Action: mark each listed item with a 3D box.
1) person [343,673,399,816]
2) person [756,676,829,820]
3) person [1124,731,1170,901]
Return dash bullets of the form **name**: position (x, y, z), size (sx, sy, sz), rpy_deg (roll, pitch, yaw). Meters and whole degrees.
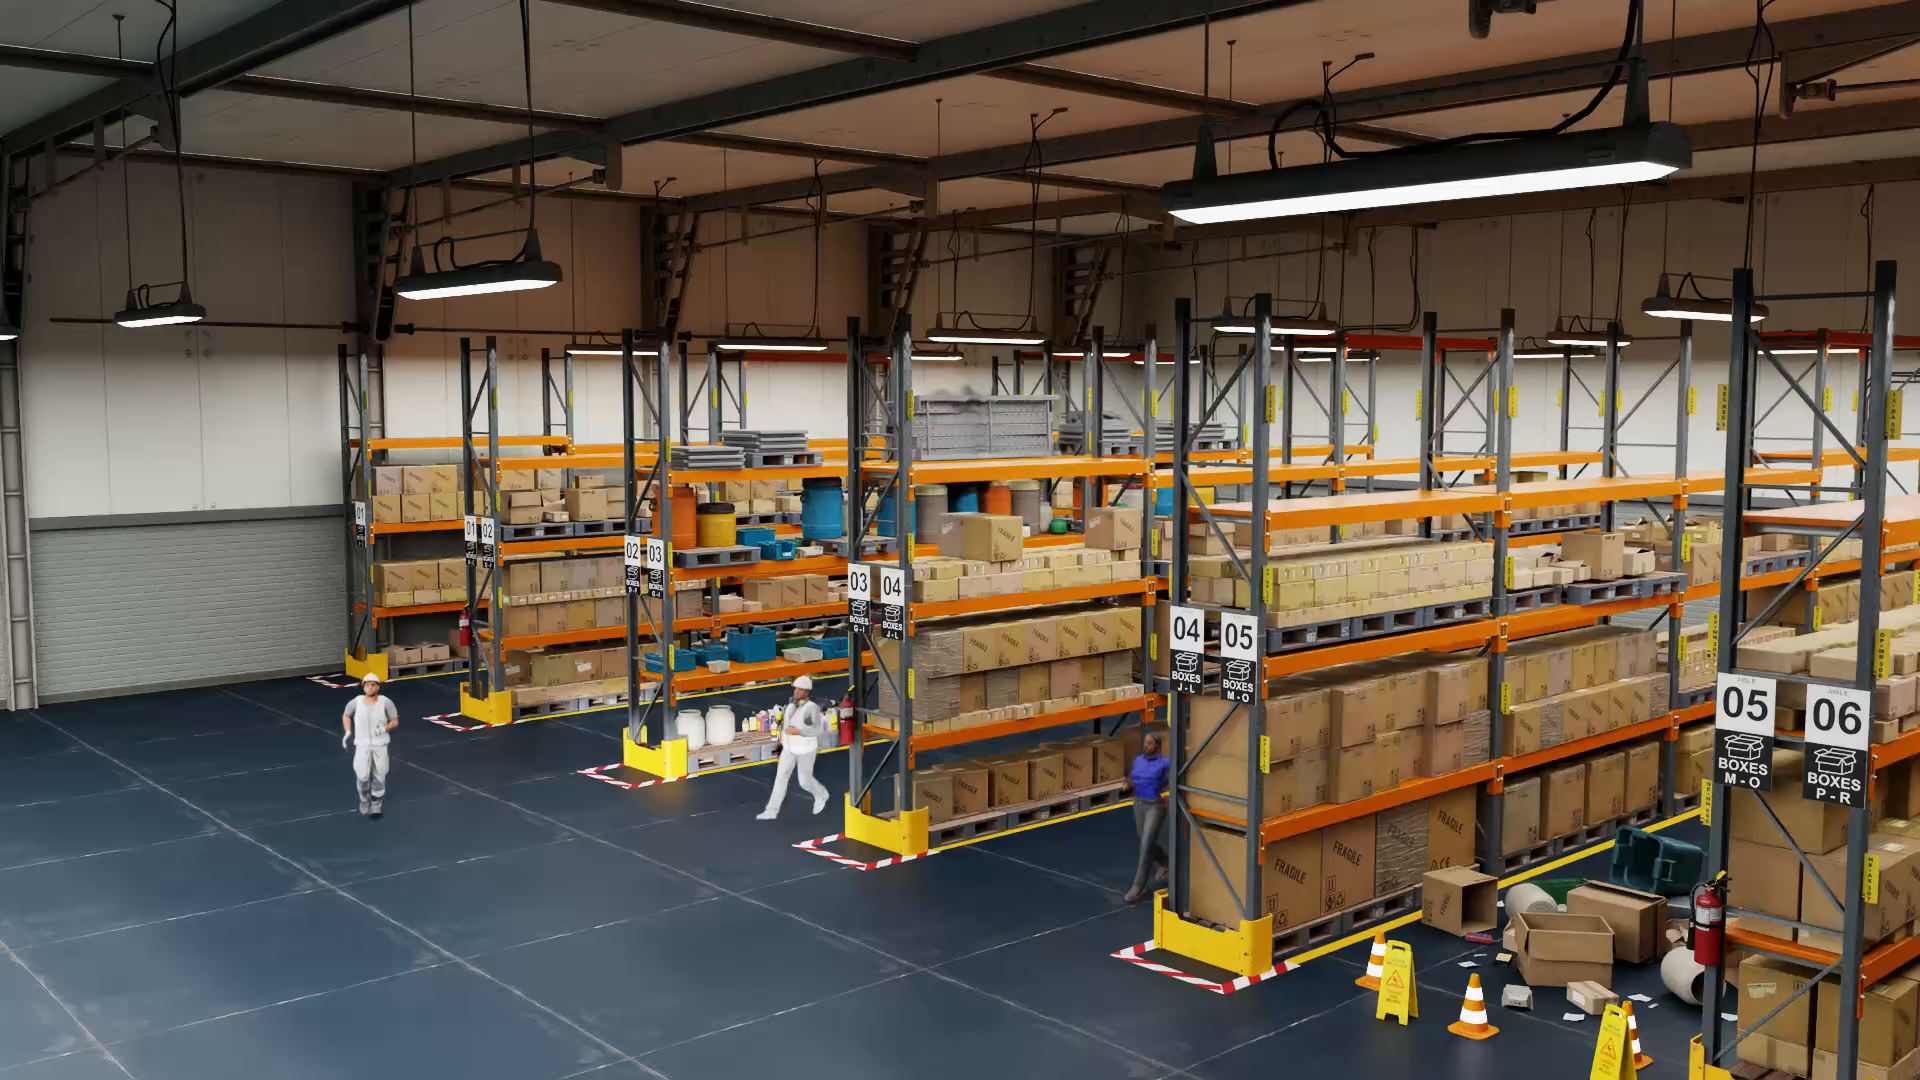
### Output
- **person**: position (-7.092, 2.481, 20.026), size (0.649, 1.742, 0.642), rpy_deg (-2, 5, -18)
- **person**: position (-1.905, 2.483, 19.784), size (0.684, 1.743, 1.052), rpy_deg (4, 7, 39)
- **person**: position (1.954, 2.787, 17.063), size (0.581, 1.655, 0.894), rpy_deg (5, 7, 44)
